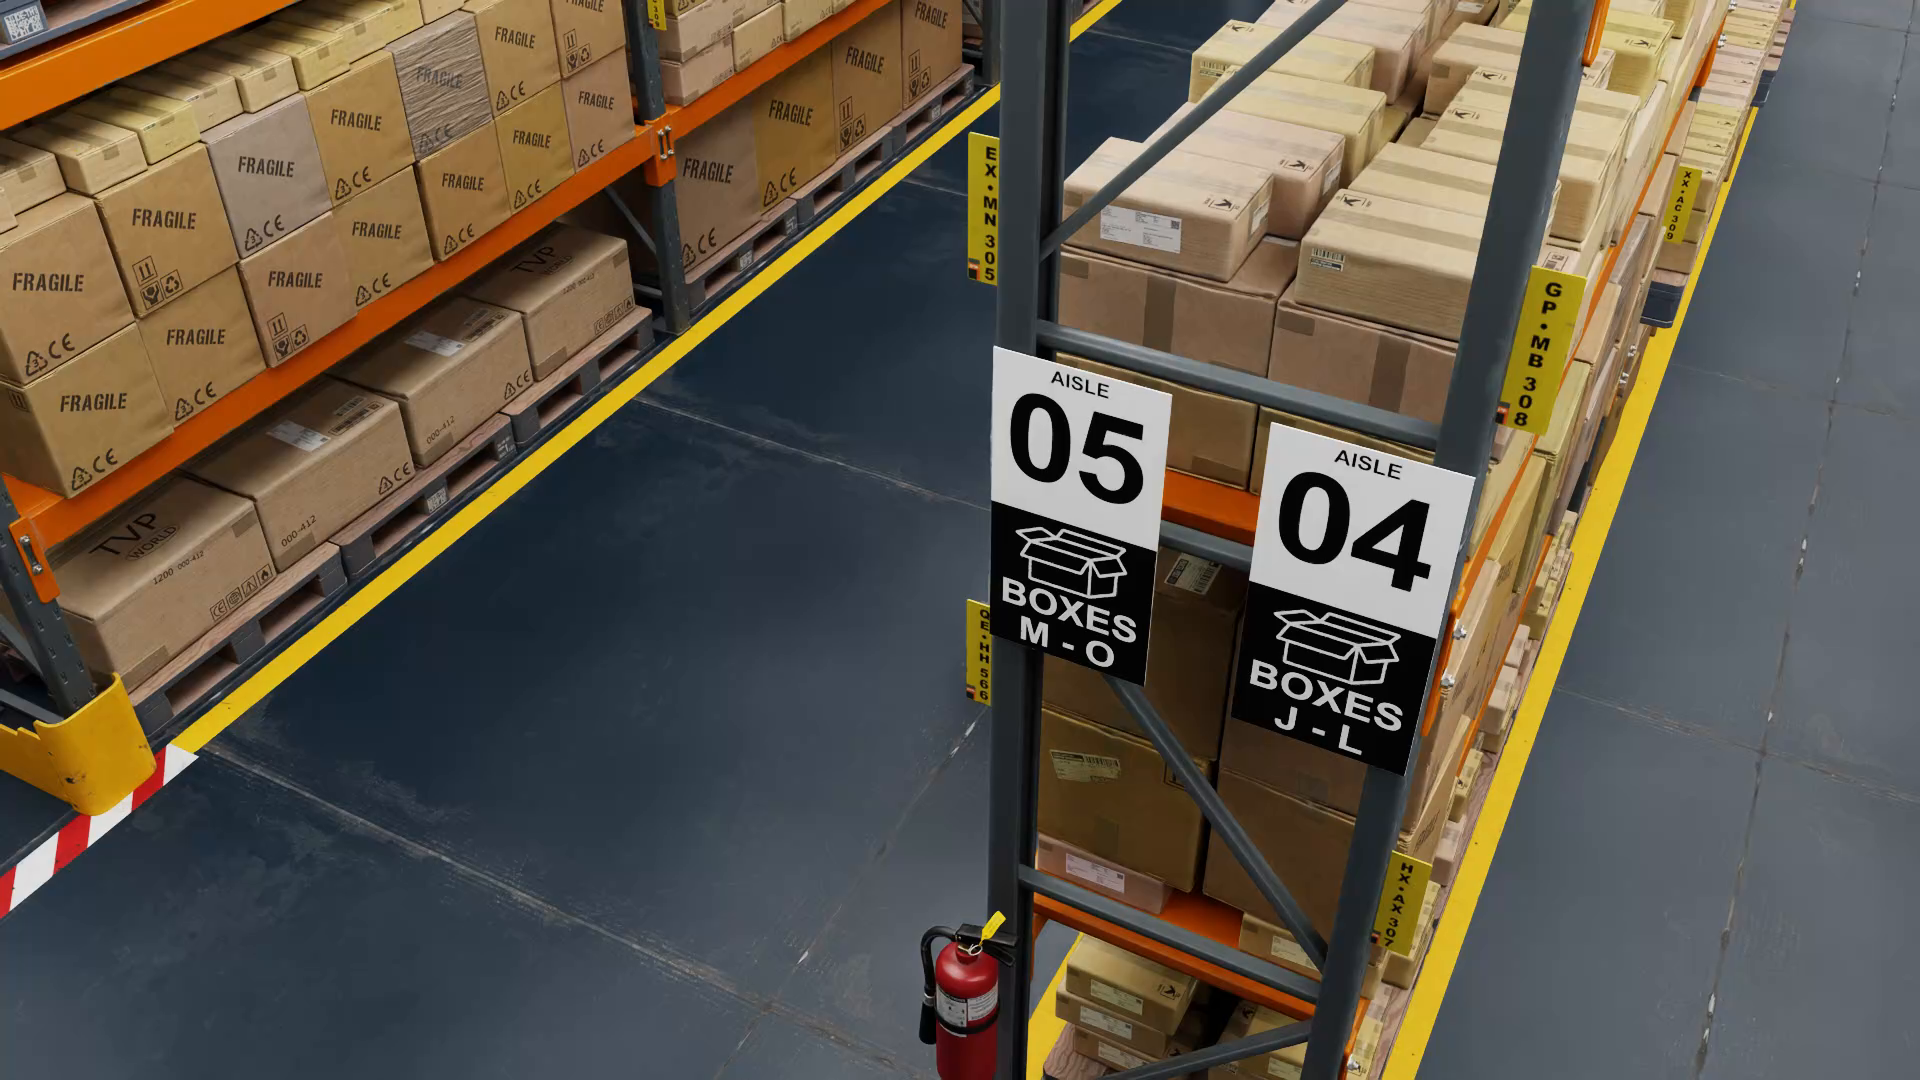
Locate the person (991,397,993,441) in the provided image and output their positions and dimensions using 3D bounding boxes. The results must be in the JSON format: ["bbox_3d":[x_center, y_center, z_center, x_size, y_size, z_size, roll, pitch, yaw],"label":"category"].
[{"bbox_3d":[0.346,-0.187,6.994,0.467,1.688,0.333,26,45,29],"label":"person"}]
